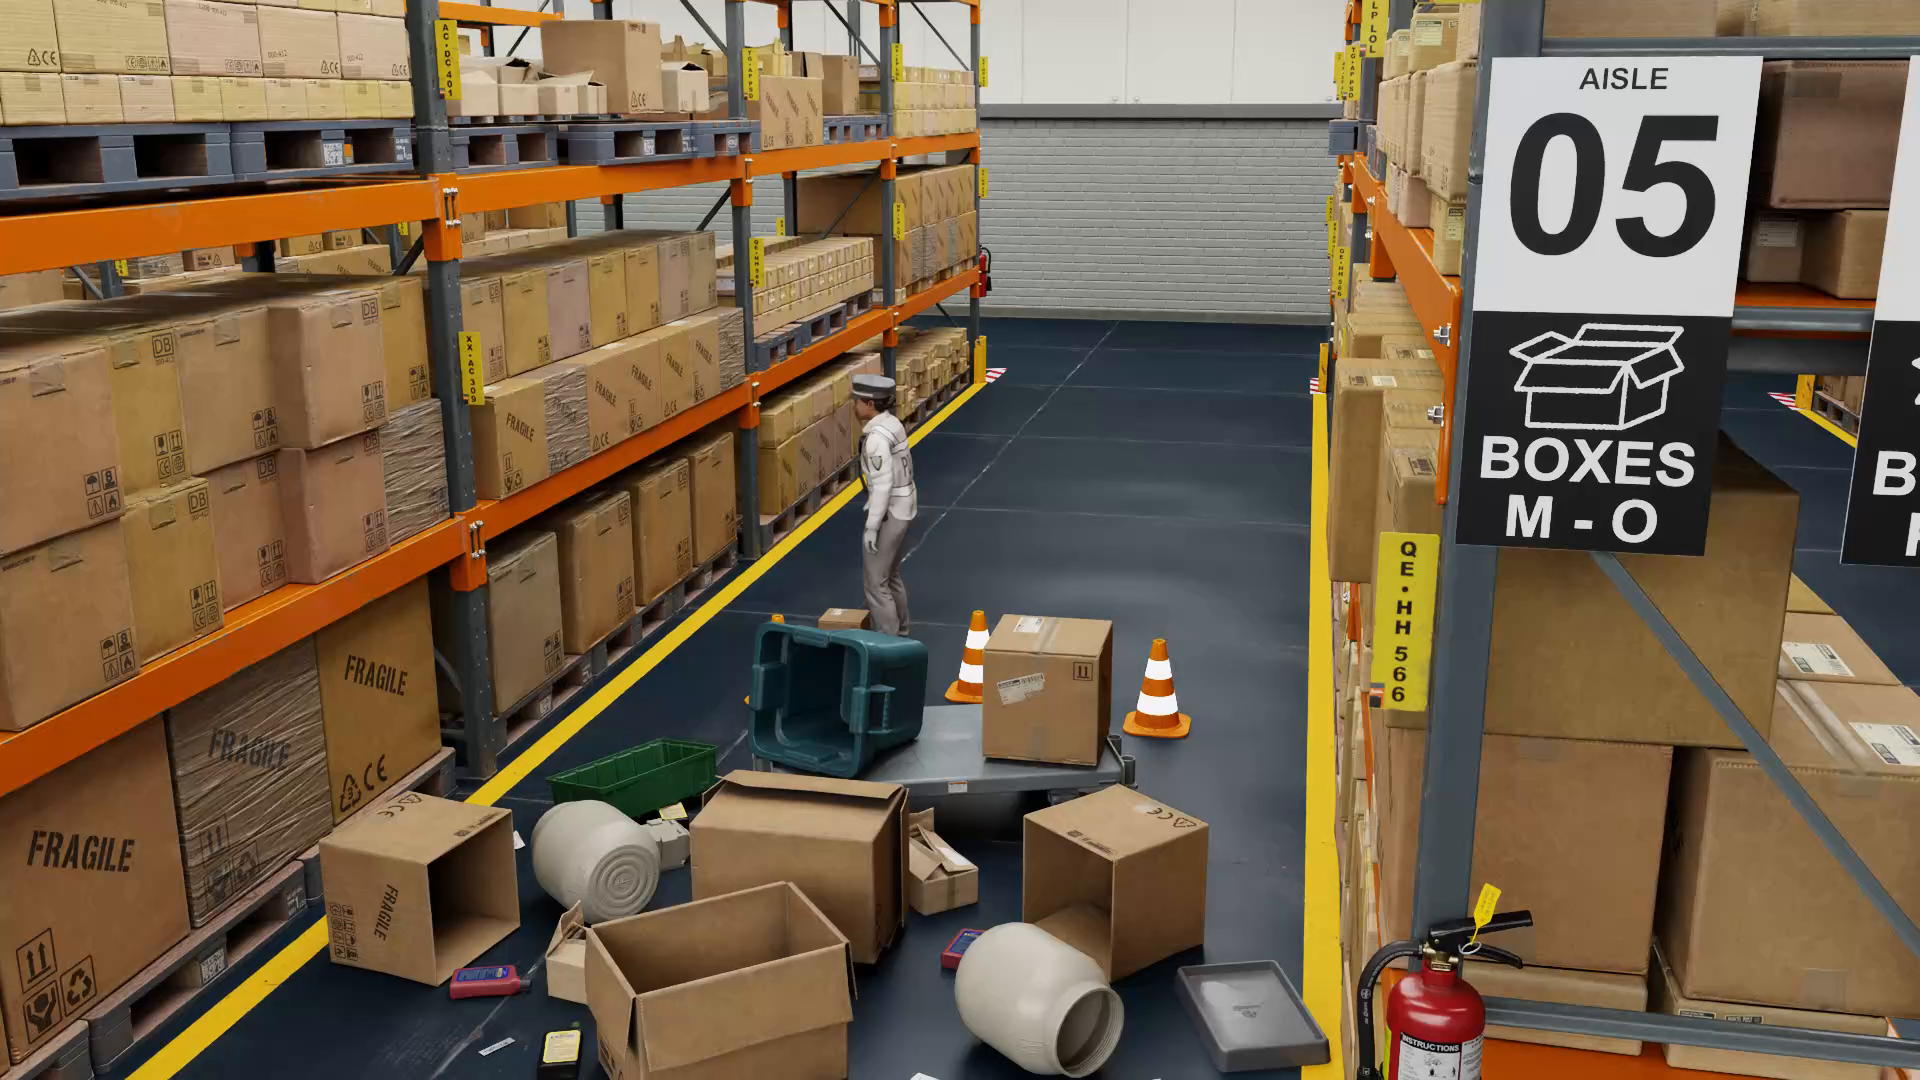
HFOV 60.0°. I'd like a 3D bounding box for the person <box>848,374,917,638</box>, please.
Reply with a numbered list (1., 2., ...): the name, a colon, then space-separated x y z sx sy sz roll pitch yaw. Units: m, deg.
1. person: -0.435 -0.114 9.434 0.371 1.666 0.547 2 15 8
